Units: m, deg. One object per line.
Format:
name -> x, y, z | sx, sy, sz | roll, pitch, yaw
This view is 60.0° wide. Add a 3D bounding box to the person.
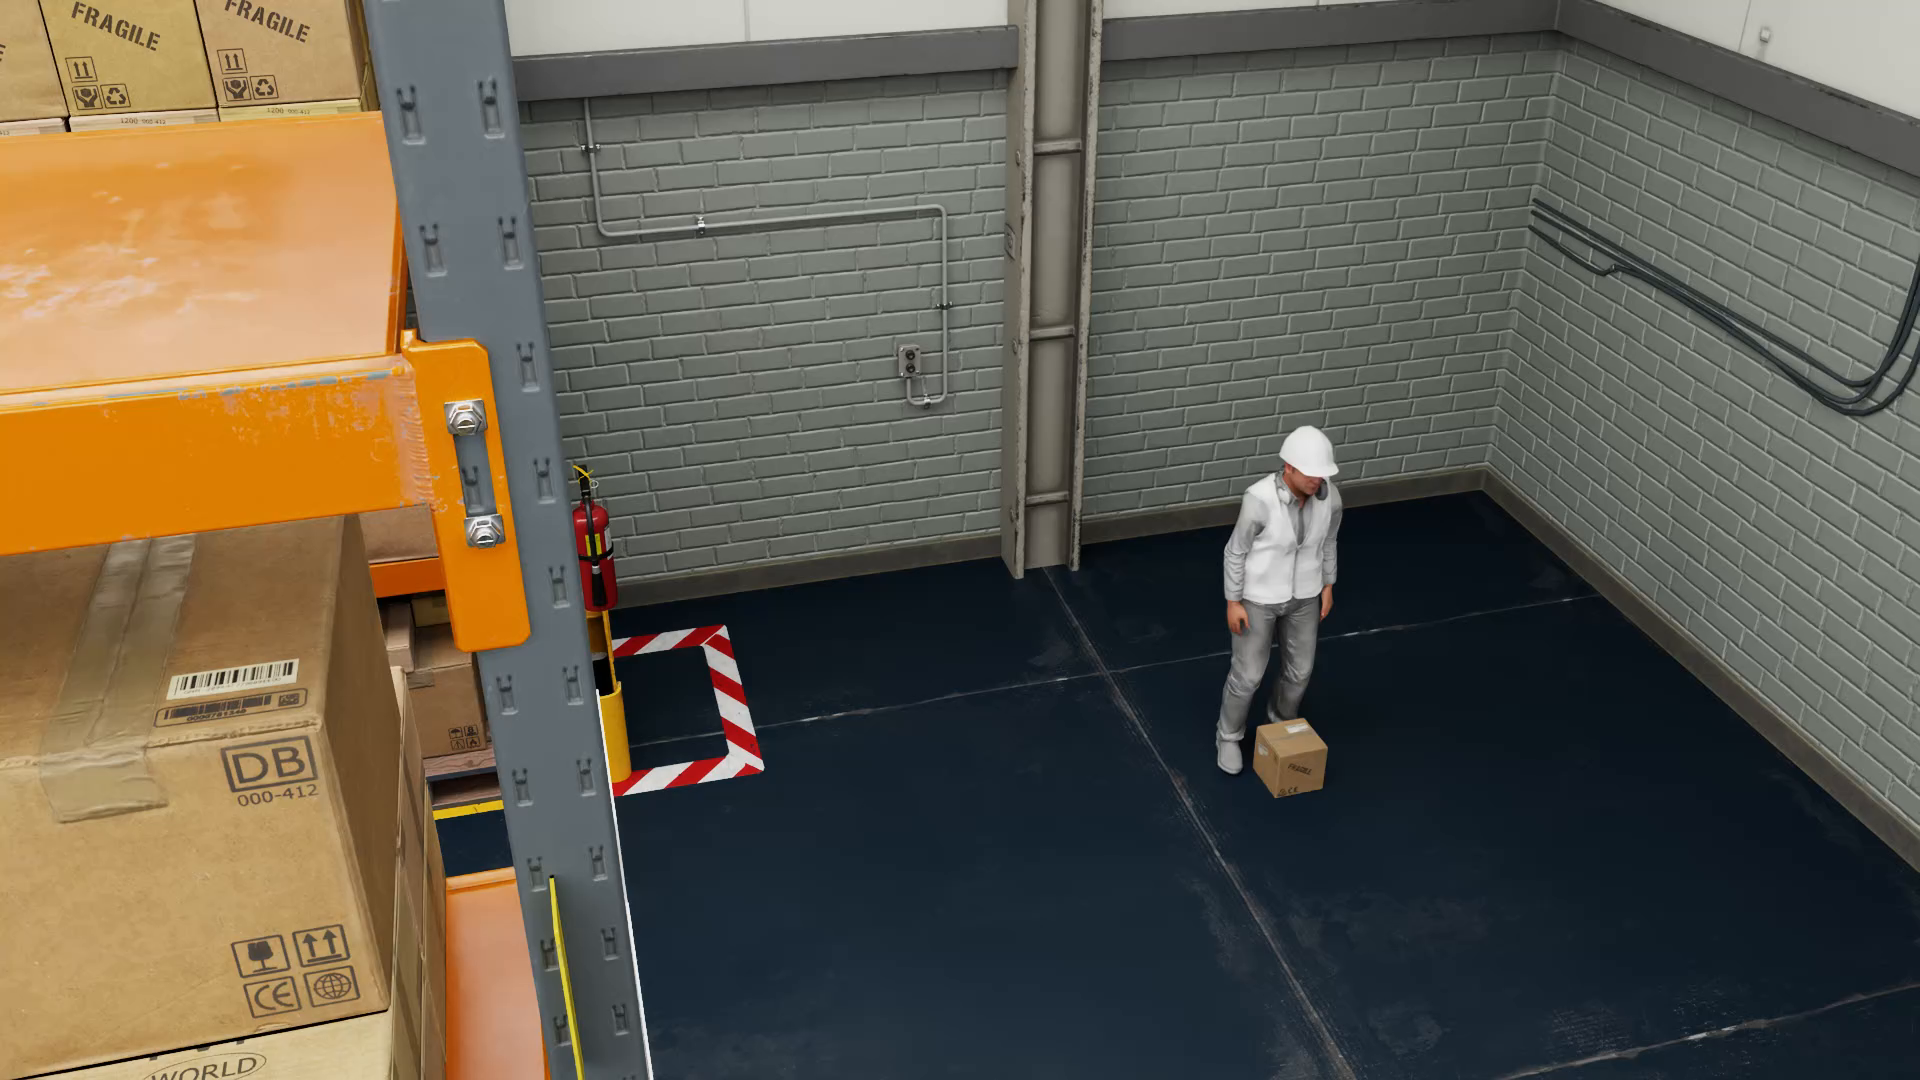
person -> 1.498, 0.255, 7.775 | 0.578, 1.770, 0.465 | -9, 31, -15
